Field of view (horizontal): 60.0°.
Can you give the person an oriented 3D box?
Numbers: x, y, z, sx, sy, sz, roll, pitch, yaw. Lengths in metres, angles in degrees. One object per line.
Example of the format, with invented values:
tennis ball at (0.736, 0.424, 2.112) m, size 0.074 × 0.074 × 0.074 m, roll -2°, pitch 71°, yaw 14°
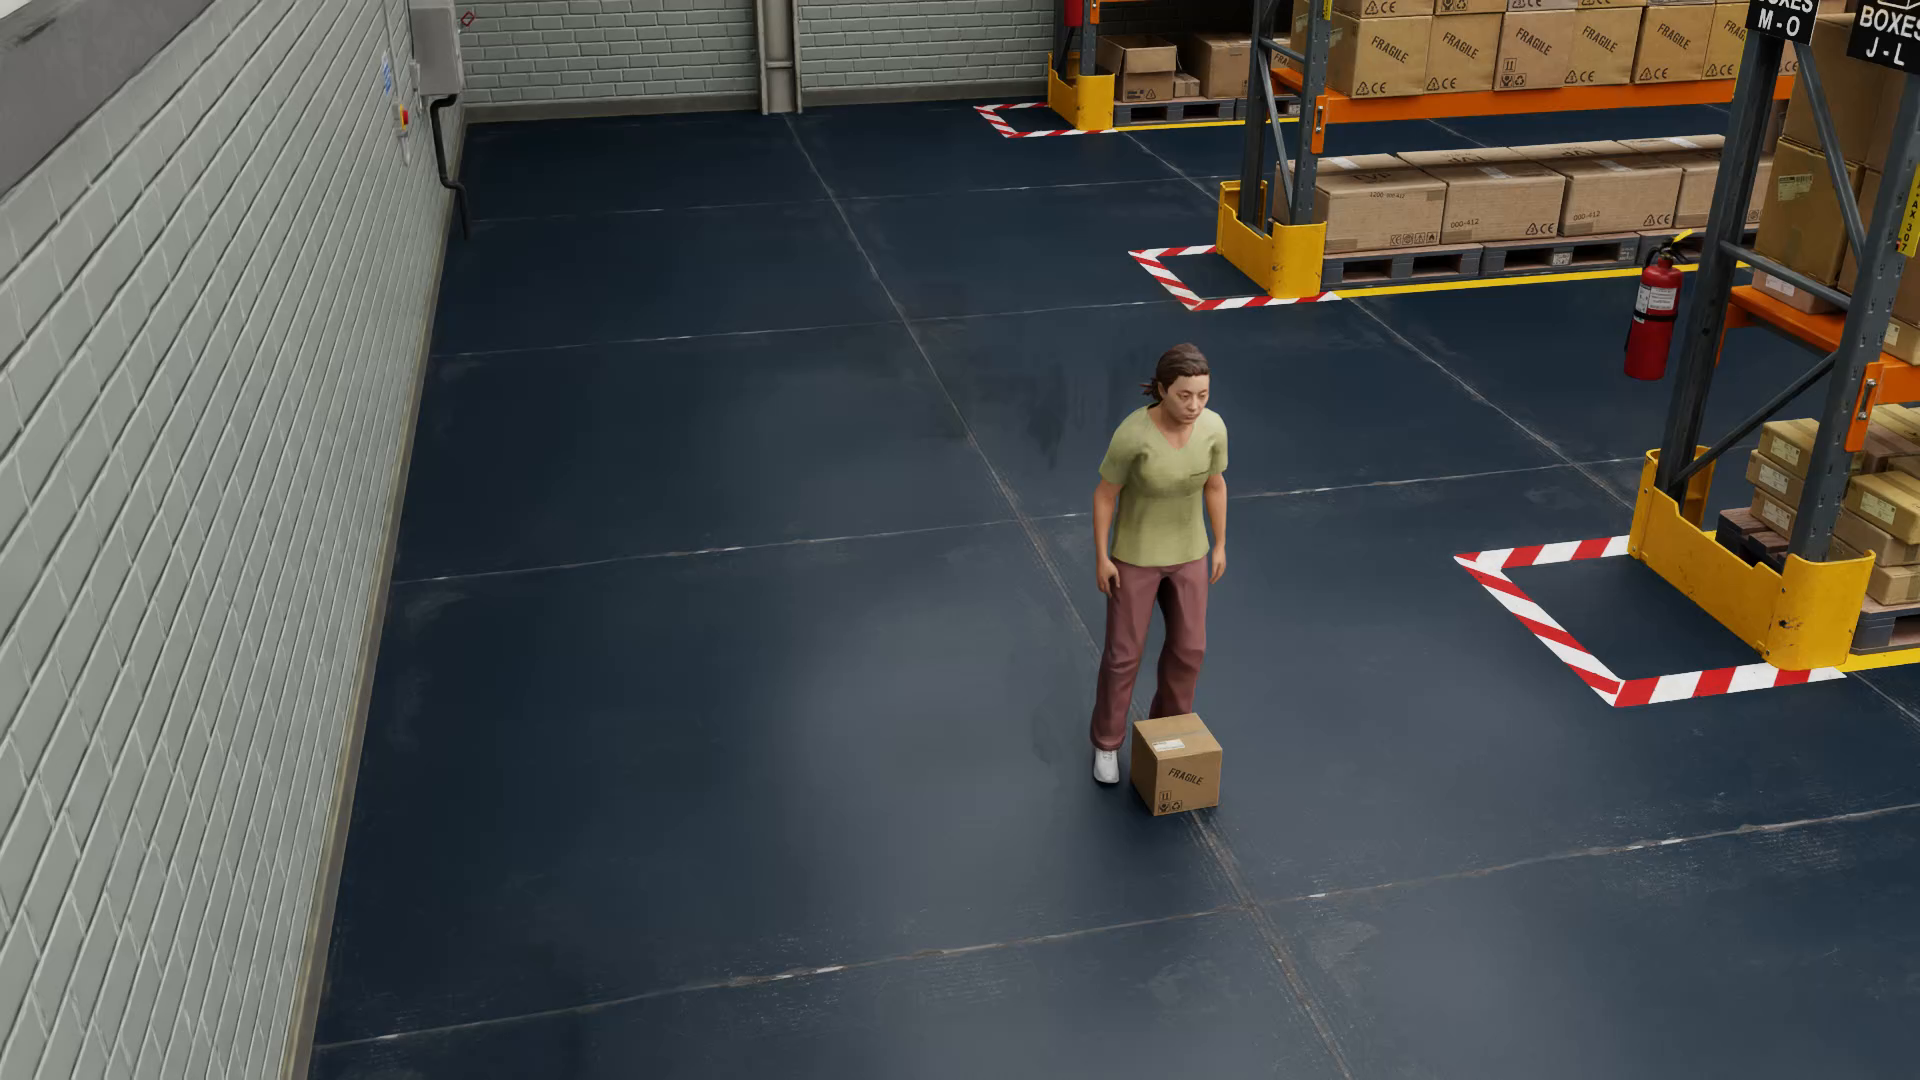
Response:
person at (0.723, 0.084, 5.974) m, size 0.508 × 1.652 × 0.349 m, roll -7°, pitch 28°, yaw -13°
